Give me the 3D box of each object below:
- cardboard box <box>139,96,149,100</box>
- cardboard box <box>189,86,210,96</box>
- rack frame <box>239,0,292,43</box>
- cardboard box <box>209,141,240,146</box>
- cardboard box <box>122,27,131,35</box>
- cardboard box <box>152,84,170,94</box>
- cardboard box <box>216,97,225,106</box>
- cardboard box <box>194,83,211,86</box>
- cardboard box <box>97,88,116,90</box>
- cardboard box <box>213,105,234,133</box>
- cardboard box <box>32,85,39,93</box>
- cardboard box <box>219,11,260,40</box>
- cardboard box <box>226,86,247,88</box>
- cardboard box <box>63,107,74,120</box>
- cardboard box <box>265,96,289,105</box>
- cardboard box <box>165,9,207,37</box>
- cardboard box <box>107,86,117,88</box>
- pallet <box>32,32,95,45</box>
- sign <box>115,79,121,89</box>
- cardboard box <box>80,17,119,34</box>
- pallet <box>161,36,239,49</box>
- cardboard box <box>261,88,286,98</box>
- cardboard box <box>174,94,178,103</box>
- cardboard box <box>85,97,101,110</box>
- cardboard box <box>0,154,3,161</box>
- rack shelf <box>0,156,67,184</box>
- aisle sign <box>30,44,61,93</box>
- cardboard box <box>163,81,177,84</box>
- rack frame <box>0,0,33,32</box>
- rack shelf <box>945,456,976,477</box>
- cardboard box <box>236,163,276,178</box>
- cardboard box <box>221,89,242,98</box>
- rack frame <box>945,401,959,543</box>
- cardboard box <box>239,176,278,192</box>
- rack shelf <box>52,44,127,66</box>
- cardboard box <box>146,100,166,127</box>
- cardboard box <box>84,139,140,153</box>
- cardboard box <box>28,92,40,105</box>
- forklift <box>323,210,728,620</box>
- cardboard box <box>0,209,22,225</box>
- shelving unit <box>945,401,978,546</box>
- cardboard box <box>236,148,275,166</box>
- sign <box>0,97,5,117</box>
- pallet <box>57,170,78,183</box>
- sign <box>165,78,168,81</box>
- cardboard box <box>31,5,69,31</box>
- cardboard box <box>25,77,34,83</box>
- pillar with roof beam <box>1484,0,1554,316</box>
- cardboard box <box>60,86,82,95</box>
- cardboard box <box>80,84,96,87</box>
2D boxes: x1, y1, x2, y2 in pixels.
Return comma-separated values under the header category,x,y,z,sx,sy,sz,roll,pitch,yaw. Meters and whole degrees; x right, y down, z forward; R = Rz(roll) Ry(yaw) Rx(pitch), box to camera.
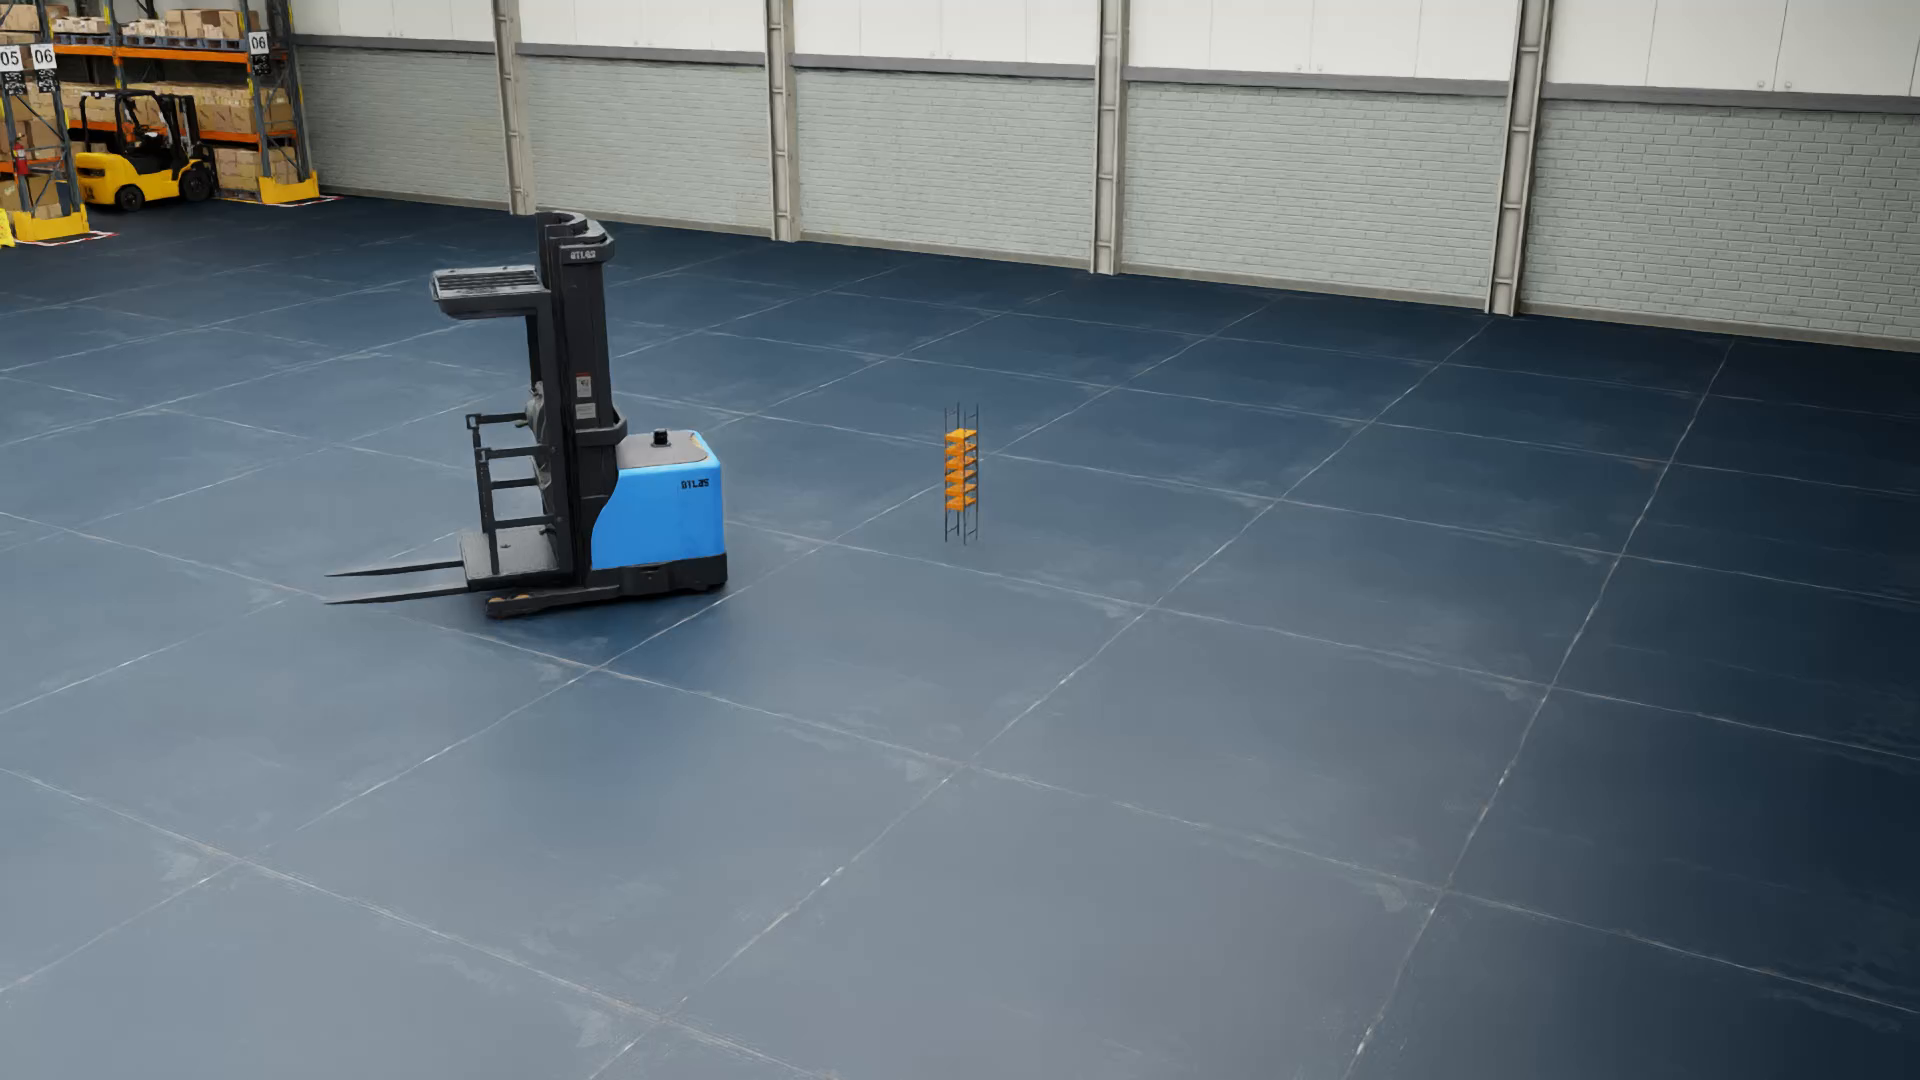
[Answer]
category,x,y,z,sx,sy,sz,roll,pitch,yaw
cardboard box,-16.400,-9.009,33.704,0.250,0.149,0.380,11,23,29
cardboard box,-15.043,-8.908,32.989,0.250,0.149,0.380,11,23,28
rack frame,-13.285,-10.986,31.455,0.127,3.000,1.000,11,23,27
cardboard box,-14.926,-7.933,33.785,0.500,0.250,0.500,10,22,26
cardboard box,-16.534,-10.202,33.299,0.250,0.149,0.380,11,23,28
cardboard box,-15.970,-9.052,33.386,0.250,0.149,0.380,11,23,28
cardboard box,-14.370,-8.632,32.664,0.250,0.149,0.380,11,22,27
cardboard box,-15.249,-9.137,33.621,0.250,0.149,0.380,11,22,27
cardboard box,-17.606,-9.268,34.417,0.250,0.149,0.380,11,23,27
cardboard box,-14.291,-8.306,32.716,0.500,0.500,0.500,12,23,29
cardboard box,-19.430,-9.589,35.302,0.250,0.149,0.380,11,23,28
cardboard box,-13.790,-9.868,31.864,0.500,0.500,0.500,12,23,29
cardboard box,-14.375,-8.952,33.112,0.250,0.149,0.380,12,23,29
cardboard box,-18.659,-9.024,35.063,0.500,0.250,0.500,12,23,29
cardboard box,-13.455,-8.651,32.719,0.250,0.149,0.380,10,22,26
cardboard box,-15.128,-10.179,32.714,0.637,0.503,0.797,12,23,29
cardboard box,-17.639,-9.444,34.903,0.250,0.149,0.380,11,22,27
pallet,-18.655,-10.546,34.918,1.213,0.211,1.003,12,23,30
sign,-17.033,-9.175,33.678,0.005,0.325,0.100,11,23,27
cardboard box,-17.528,-10.492,33.859,0.500,0.311,0.500,10,22,26
pallet,-14.959,-9.862,32.885,1.213,0.211,1.003,11,23,27
cardboard box,-13.474,-8.777,32.629,0.250,0.149,0.380,10,22,26
cardboard box,-15.524,-8.830,33.212,0.250,0.149,0.380,10,22,26
cardboard box,-17.783,-9.085,34.497,0.500,0.250,0.500,10,22,26
cardboard box,-16.409,-6.577,28.466,0.250,0.149,0.380,10,22,27
rack shelf,-17.449,-6.682,29.442,4.000,0.370,1.077,11,23,27
aisle sign,-15.497,-7.992,28.185,0.004,0.787,0.394,11,23,27
cardboard box,-16.152,-9.306,34.086,0.250,0.149,0.380,10,22,26
rack frame,-20.269,-12.316,35.122,0.127,3.000,1.000,11,23,27
rack shelf,0.013,-0.633,14.128,0.180,0.103,0.258,11,23,27
cardboard box,-13.863,-7.294,32.756,0.500,0.250,0.500,10,22,27
cardboard box,-14.173,-8.722,32.476,0.250,0.149,0.380,11,23,28
rack frame,-0.067,-0.577,14.196,0.006,1.200,0.240,11,23,27
cardboard box,-13.849,-7.055,32.831,0.500,0.250,0.500,11,23,28
rack shelf,-18.523,-10.236,34.840,4.000,0.370,1.077,11,23,27
cardboard box,-16.054,-8.645,33.652,0.500,0.500,0.500,11,23,28
cardboard box,-17.912,-8.127,35.237,0.625,0.625,0.875,11,22,27
cardboard box,-19.565,-9.431,35.451,0.500,0.250,0.500,12,23,29
forklift,-3.429,-0.971,12.744,3.031,2.935,1.130,-7,21,-18
cardboard box,-16.560,-5.651,28.961,0.500,0.250,0.500,11,23,27
shelving unit,0.013,-0.562,14.154,0.189,1.200,0.258,11,23,27
cardboard box,-13.839,-7.524,32.660,0.500,0.250,0.500,12,23,29
sign,-15.991,-7.219,27.705,0.005,0.325,0.100,11,23,27
pallet,-18.509,-7.834,35.651,1.213,0.211,1.003,11,23,27
sign,-16.508,-9.441,34.607,0.005,0.325,0.100,11,23,27
cardboard box,-18.867,-10.836,34.530,0.500,0.500,0.500,11,23,29
cardboard box,-20.642,-9.873,36.421,0.500,0.500,0.500,12,23,30
pillar with roof beam,5.400,-6.097,17.978,0.400,9.000,9.100,11,23,27
cardboard box,-18.583,-9.398,34.778,0.250,0.149,0.380,10,22,26
cardboard box,-18.537,-9.605,35.347,0.250,0.149,0.380,12,23,29
